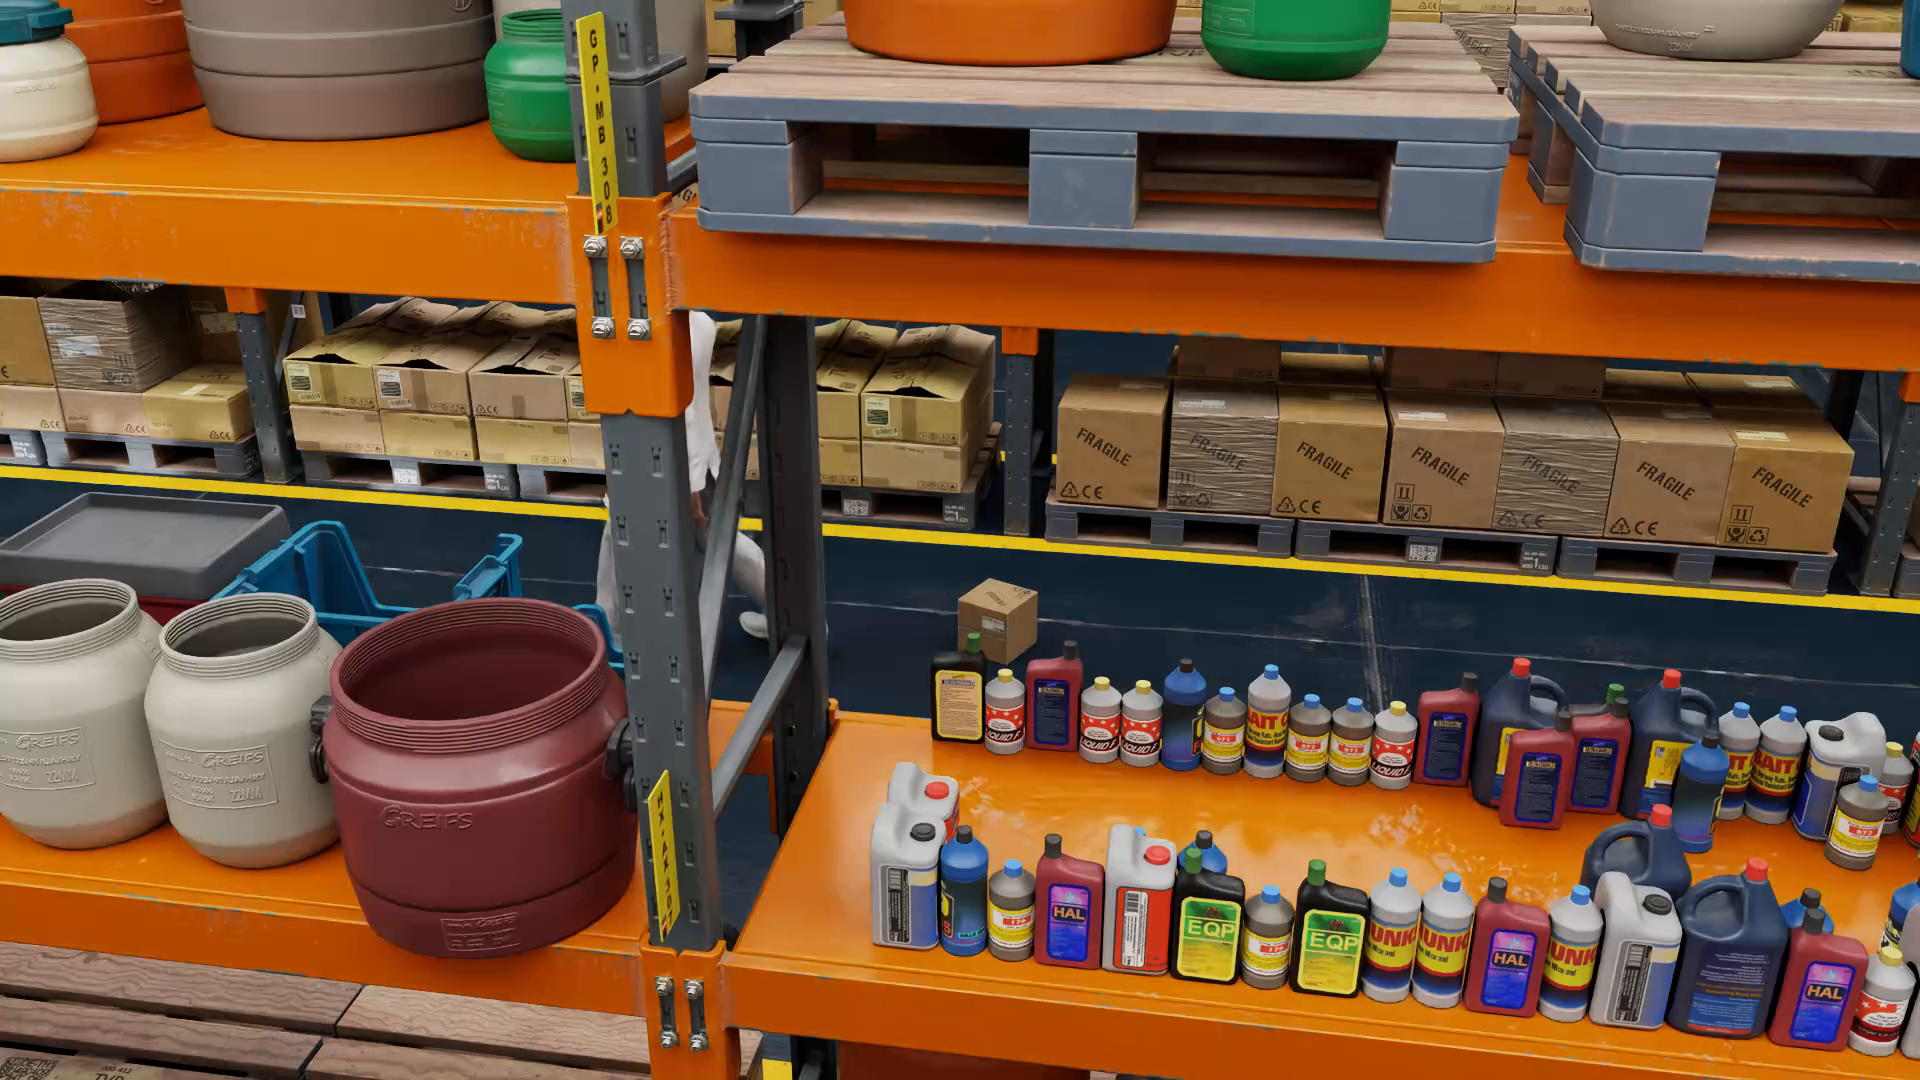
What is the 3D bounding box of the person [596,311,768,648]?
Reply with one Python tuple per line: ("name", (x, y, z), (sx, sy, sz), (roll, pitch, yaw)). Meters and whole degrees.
("person", (-1.174, -0.332, 6.860), (1.138, 1.726, 0.586), (6, 25, 14))
